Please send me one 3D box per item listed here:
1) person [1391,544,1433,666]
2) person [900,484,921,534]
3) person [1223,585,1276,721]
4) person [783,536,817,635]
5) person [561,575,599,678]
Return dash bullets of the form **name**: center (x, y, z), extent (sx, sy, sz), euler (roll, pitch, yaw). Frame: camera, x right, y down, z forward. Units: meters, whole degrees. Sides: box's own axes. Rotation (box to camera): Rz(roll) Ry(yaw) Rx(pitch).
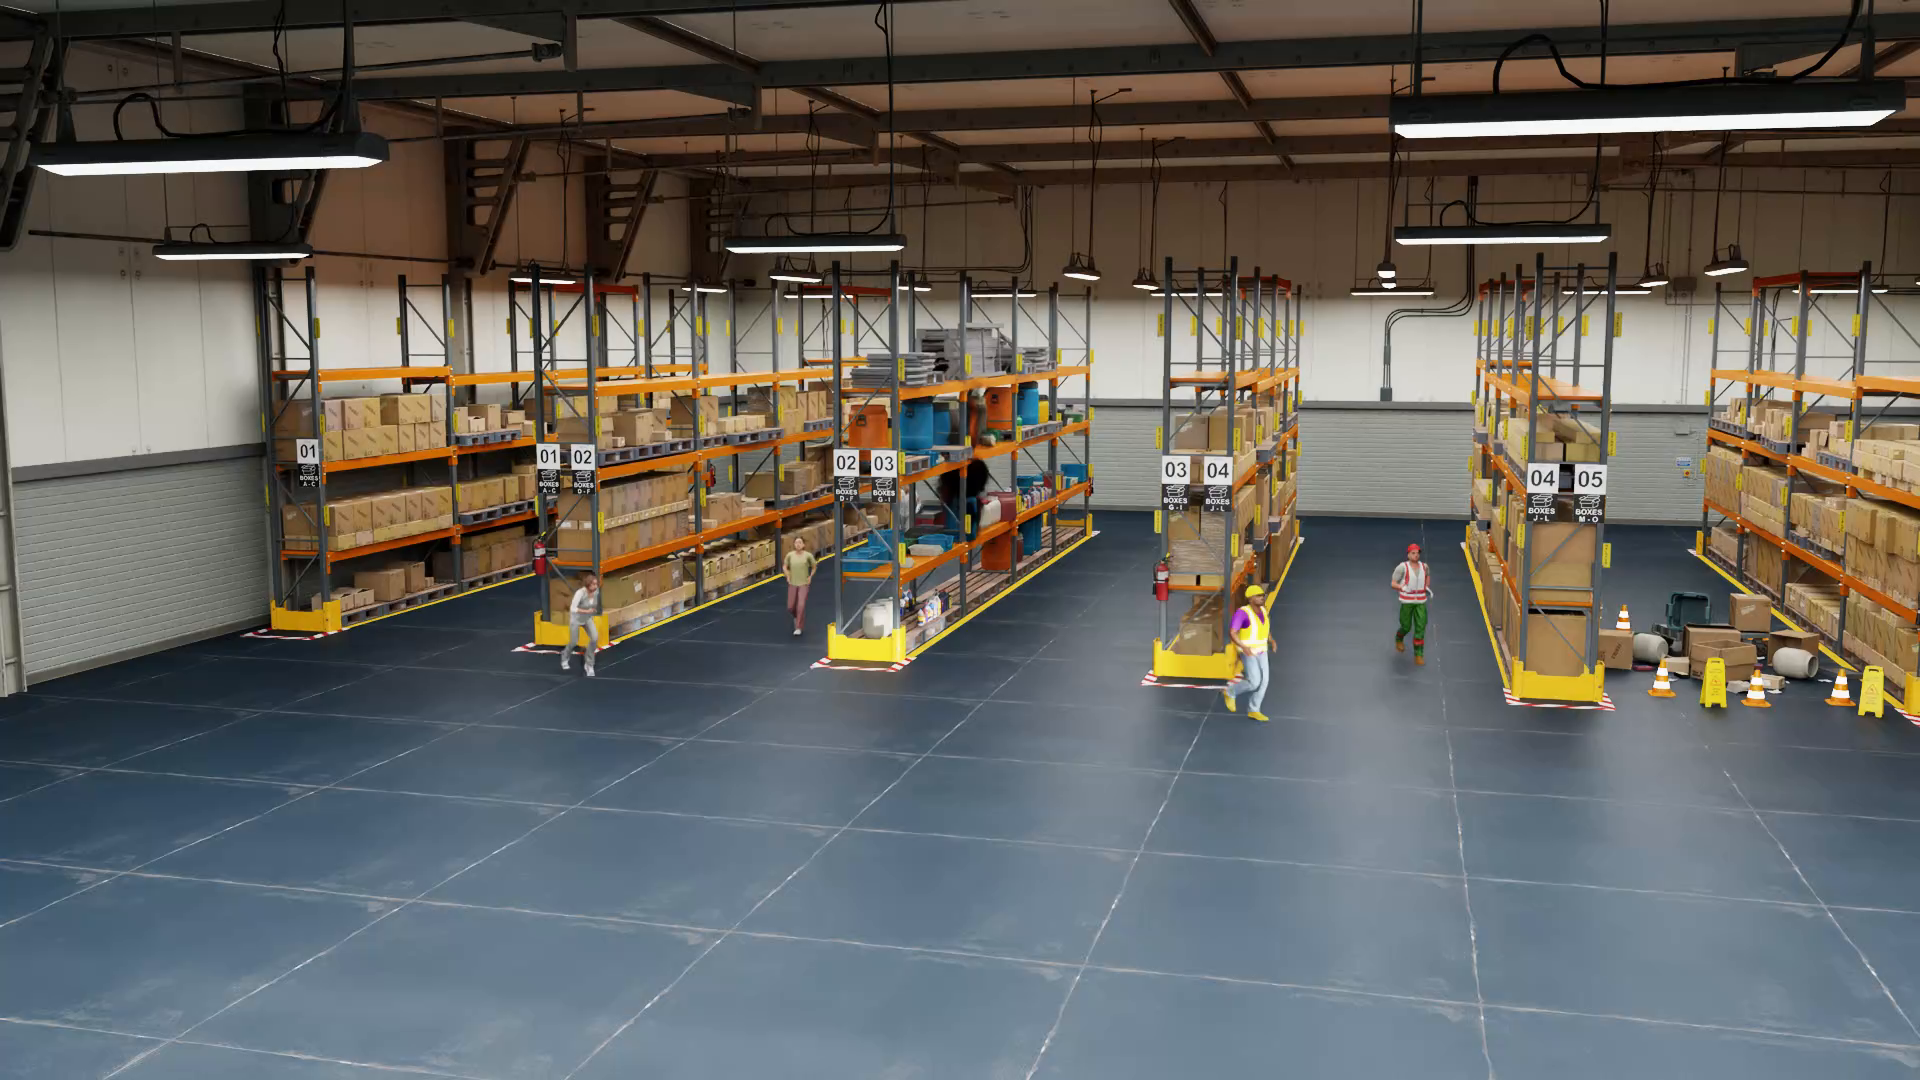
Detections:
- **person**: center (6.790, 0.940, 24.947), extent (0.654, 1.776, 0.985), euler (0, 7, -4)
- **person**: center (-1.173, -0.526, 37.381), extent (0.625, 1.672, 0.859), euler (1, 7, 11)
- **person**: center (3.743, 1.435, 21.454), extent (0.723, 1.743, 0.635), euler (-6, 10, -41)
- **person**: center (-2.632, 0.733, 27.346), extent (0.566, 1.624, 0.546), euler (0, 7, 1)
- **person**: center (-5.489, 1.235, 24.101), extent (0.915, 1.517, 0.578), euler (6, 10, 41)
